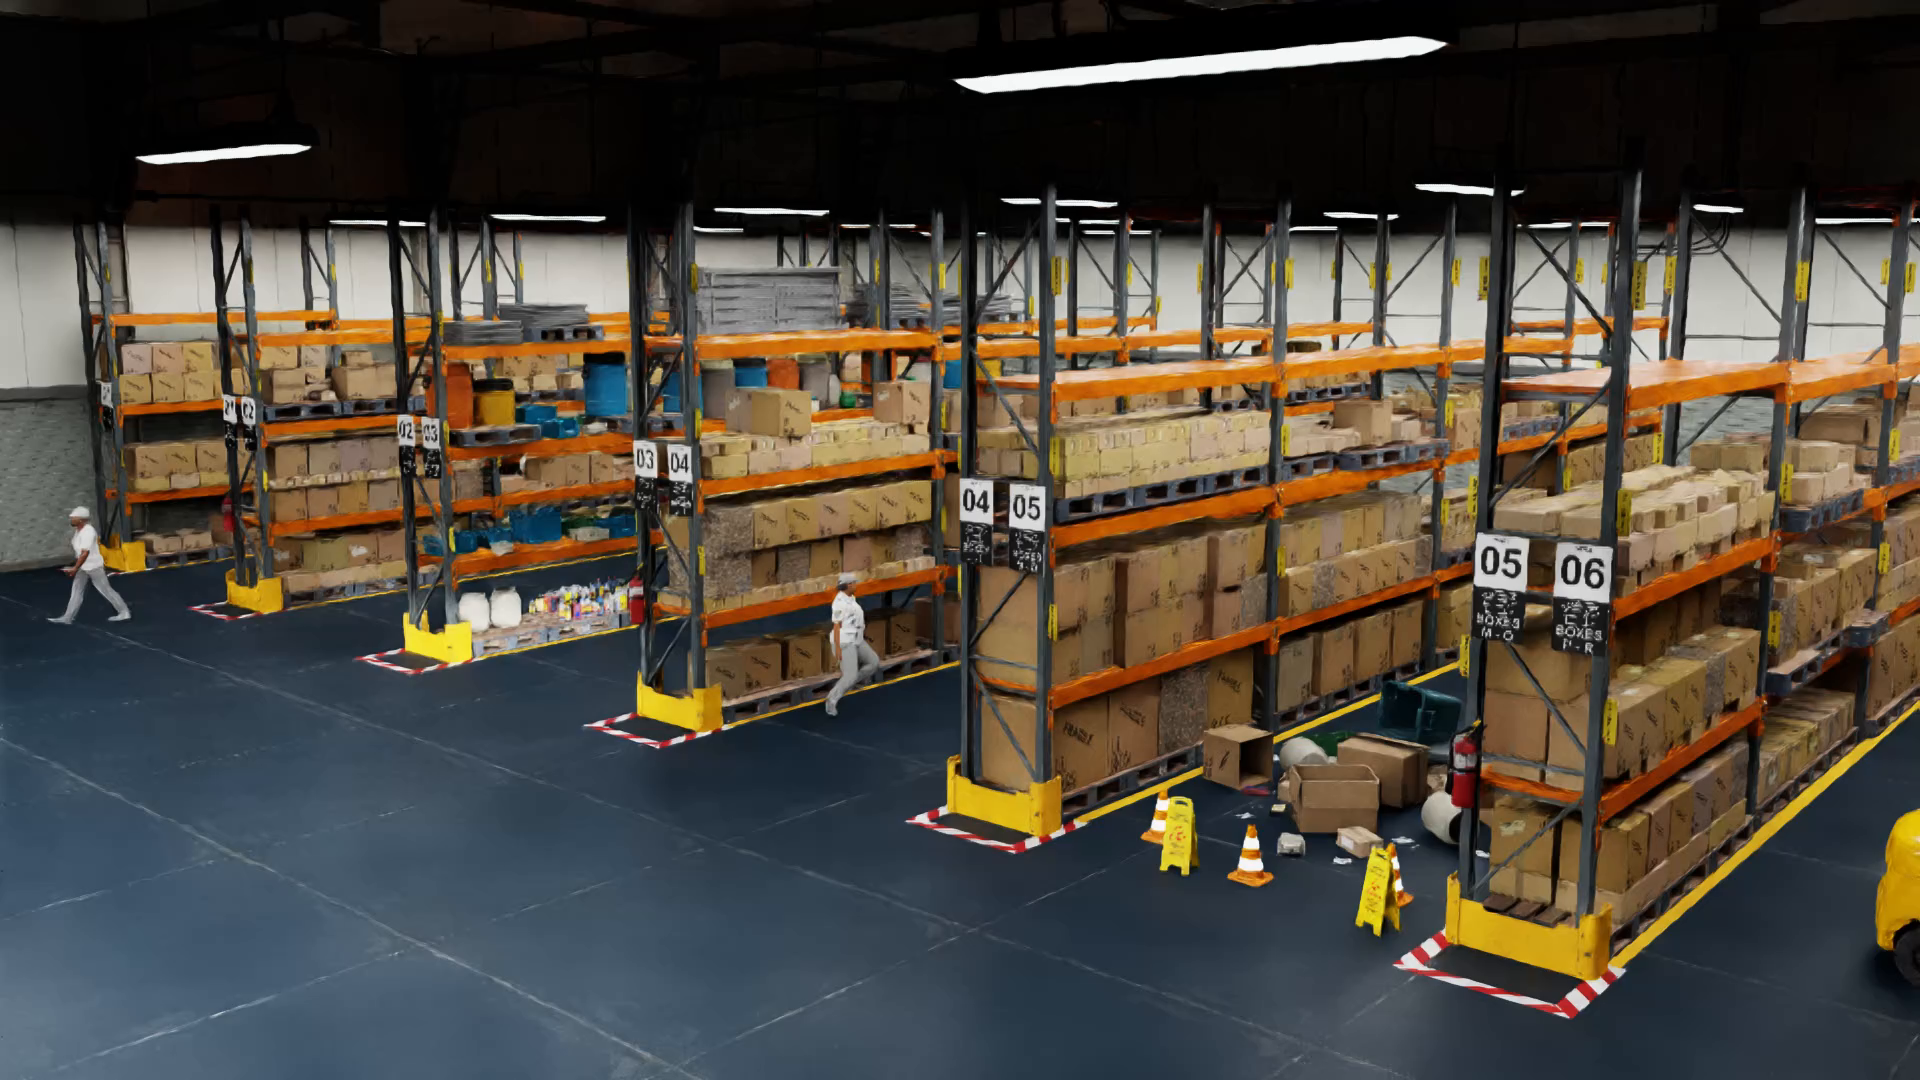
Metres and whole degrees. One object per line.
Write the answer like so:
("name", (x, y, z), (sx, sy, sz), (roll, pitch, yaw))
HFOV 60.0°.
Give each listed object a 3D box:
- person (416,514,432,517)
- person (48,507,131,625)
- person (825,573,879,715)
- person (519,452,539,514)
("person", (-9.456, -0.475, 29.090), (0.682, 1.676, 0.529), (8, 12, 38))
("person", (-12.530, 0.369, 23.852), (1.041, 1.708, 0.570), (-8, 12, -39))
("person", (-1.235, 1.175, 19.032), (0.565, 1.597, 0.531), (2, 10, 13))
("person", (-8.414, -1.071, 32.596), (0.454, 1.656, 0.537), (3, 10, 17))
